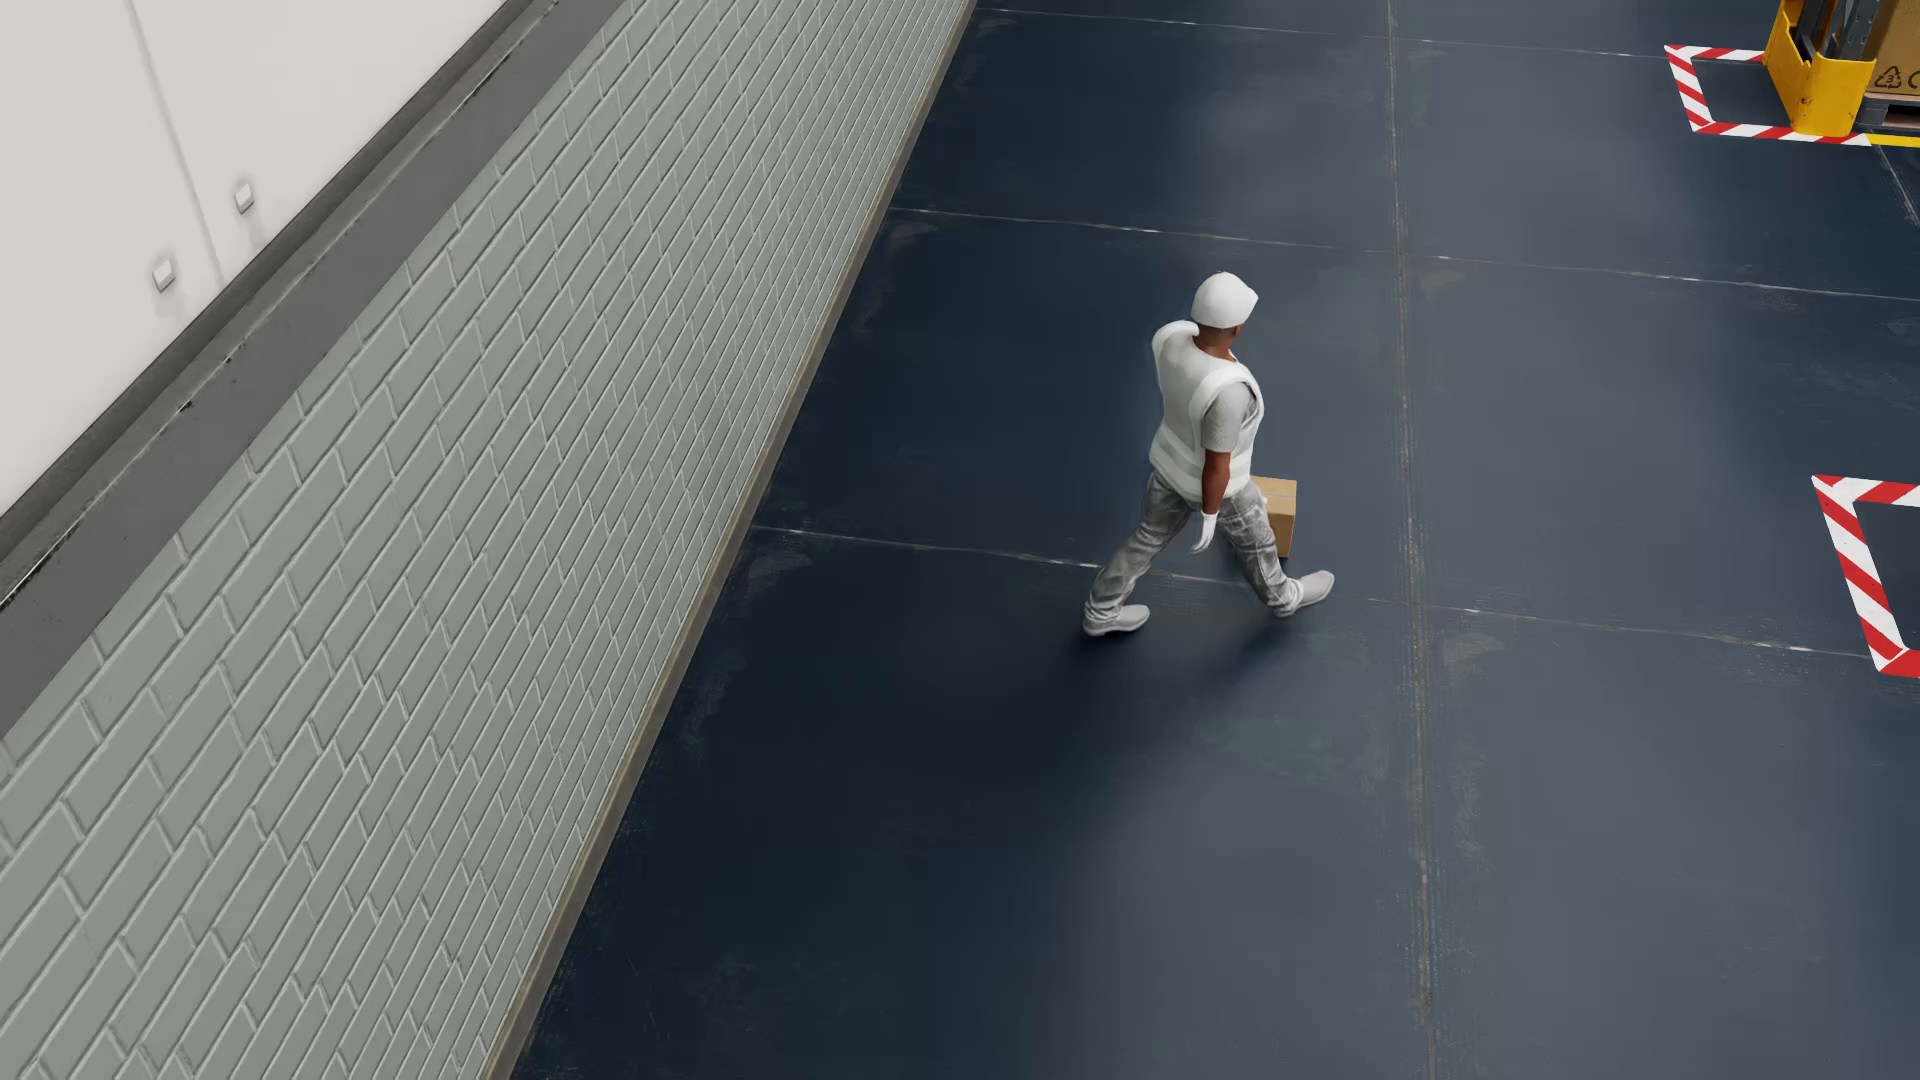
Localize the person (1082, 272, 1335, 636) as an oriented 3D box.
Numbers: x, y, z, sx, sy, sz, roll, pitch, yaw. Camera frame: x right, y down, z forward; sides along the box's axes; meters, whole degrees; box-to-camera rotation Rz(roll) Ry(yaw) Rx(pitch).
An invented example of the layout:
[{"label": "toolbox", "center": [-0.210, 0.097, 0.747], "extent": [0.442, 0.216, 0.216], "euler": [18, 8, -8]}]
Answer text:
[{"label": "person", "center": [1.045, -0.332, 6.547], "extent": [1.058, 1.720, 0.586], "euler": [-19, 44, -21]}]
